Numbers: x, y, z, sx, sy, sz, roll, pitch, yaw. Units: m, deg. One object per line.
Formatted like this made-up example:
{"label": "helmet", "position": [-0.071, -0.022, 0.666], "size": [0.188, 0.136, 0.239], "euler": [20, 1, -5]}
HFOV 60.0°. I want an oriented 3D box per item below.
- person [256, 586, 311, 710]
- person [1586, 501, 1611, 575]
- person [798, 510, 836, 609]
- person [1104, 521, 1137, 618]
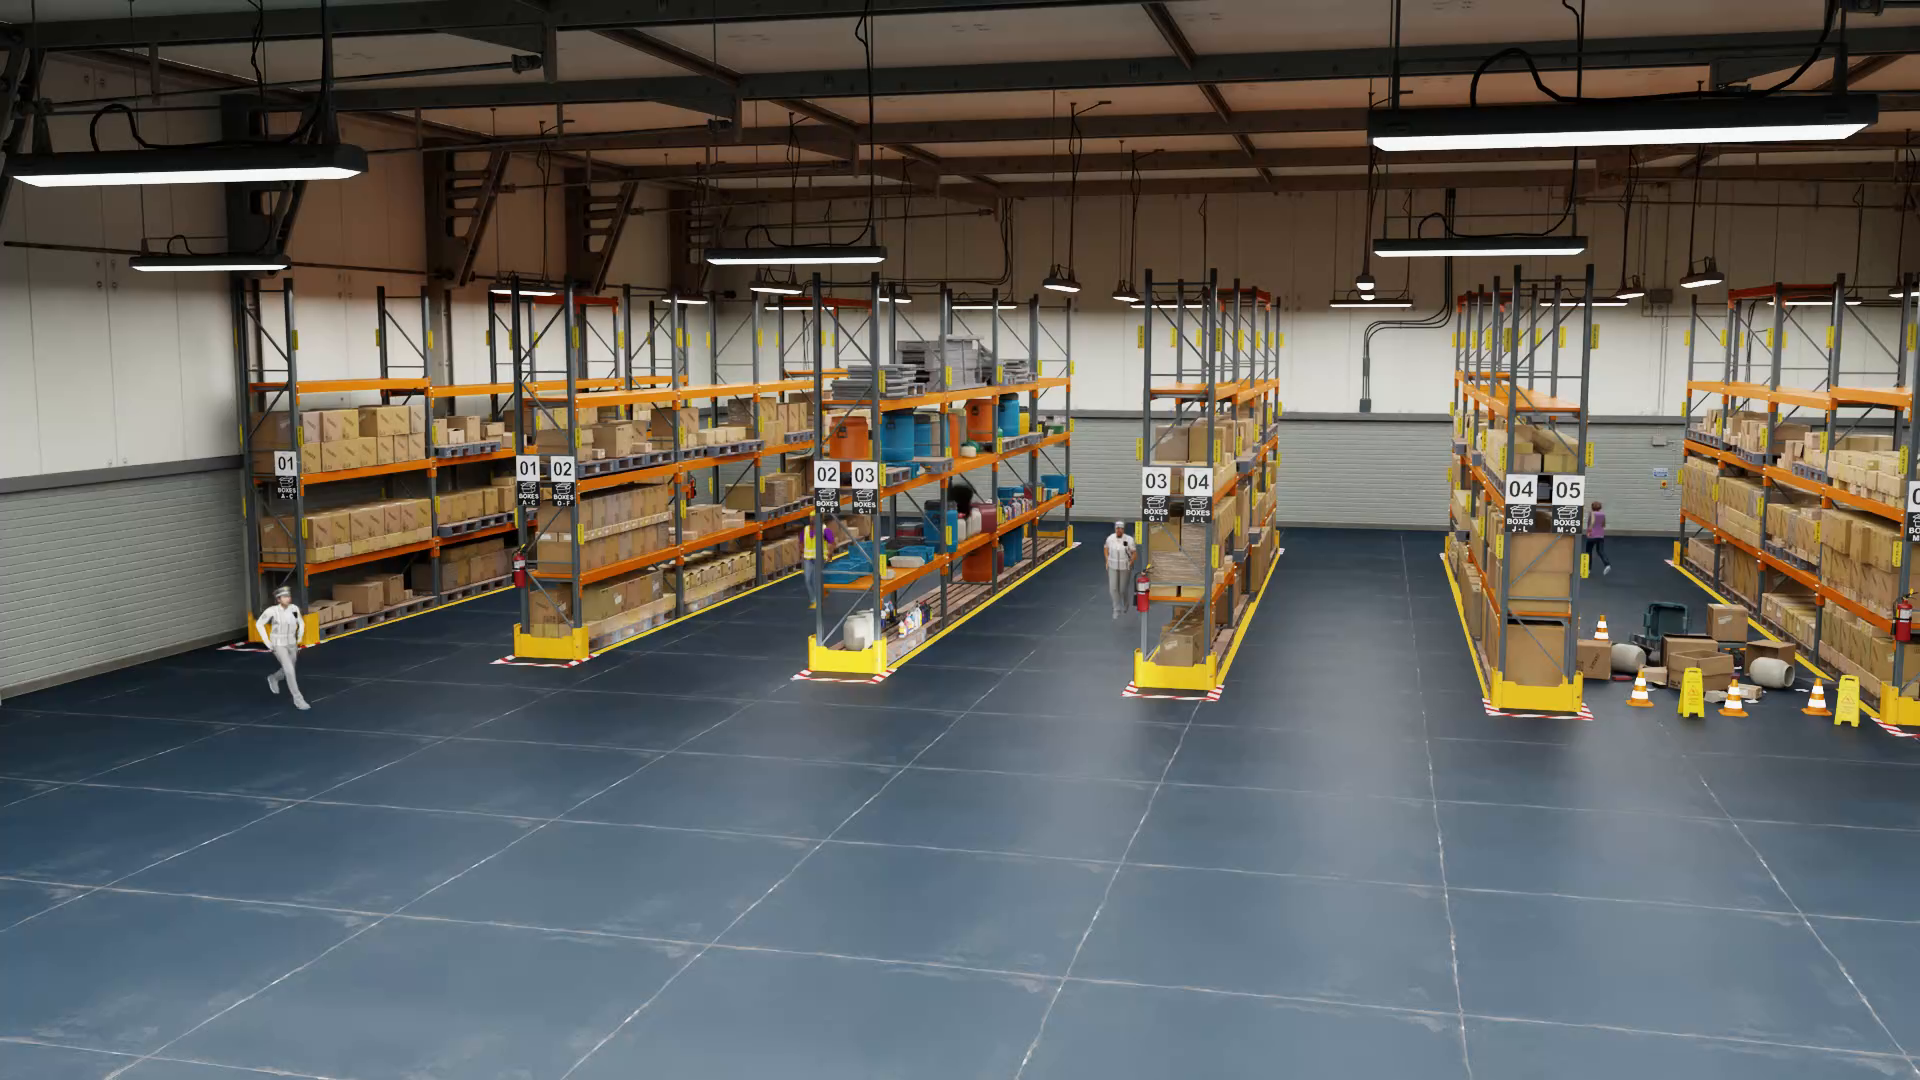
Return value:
{"label": "person", "position": [-9.281, 1.453, 22.808], "size": [0.894, 1.686, 0.639], "euler": [5, 9, 38]}
{"label": "person", "position": [13.473, -0.032, 35.187], "size": [0.534, 1.593, 0.890], "euler": [-2, 7, -14]}
{"label": "person", "position": [-2.553, 0.335, 29.451], "size": [0.702, 1.735, 0.598], "euler": [2, 7, 16]}
{"label": "person", "position": [2.746, 0.492, 28.621], "size": [0.577, 1.643, 0.682], "euler": [2, 7, 13]}
